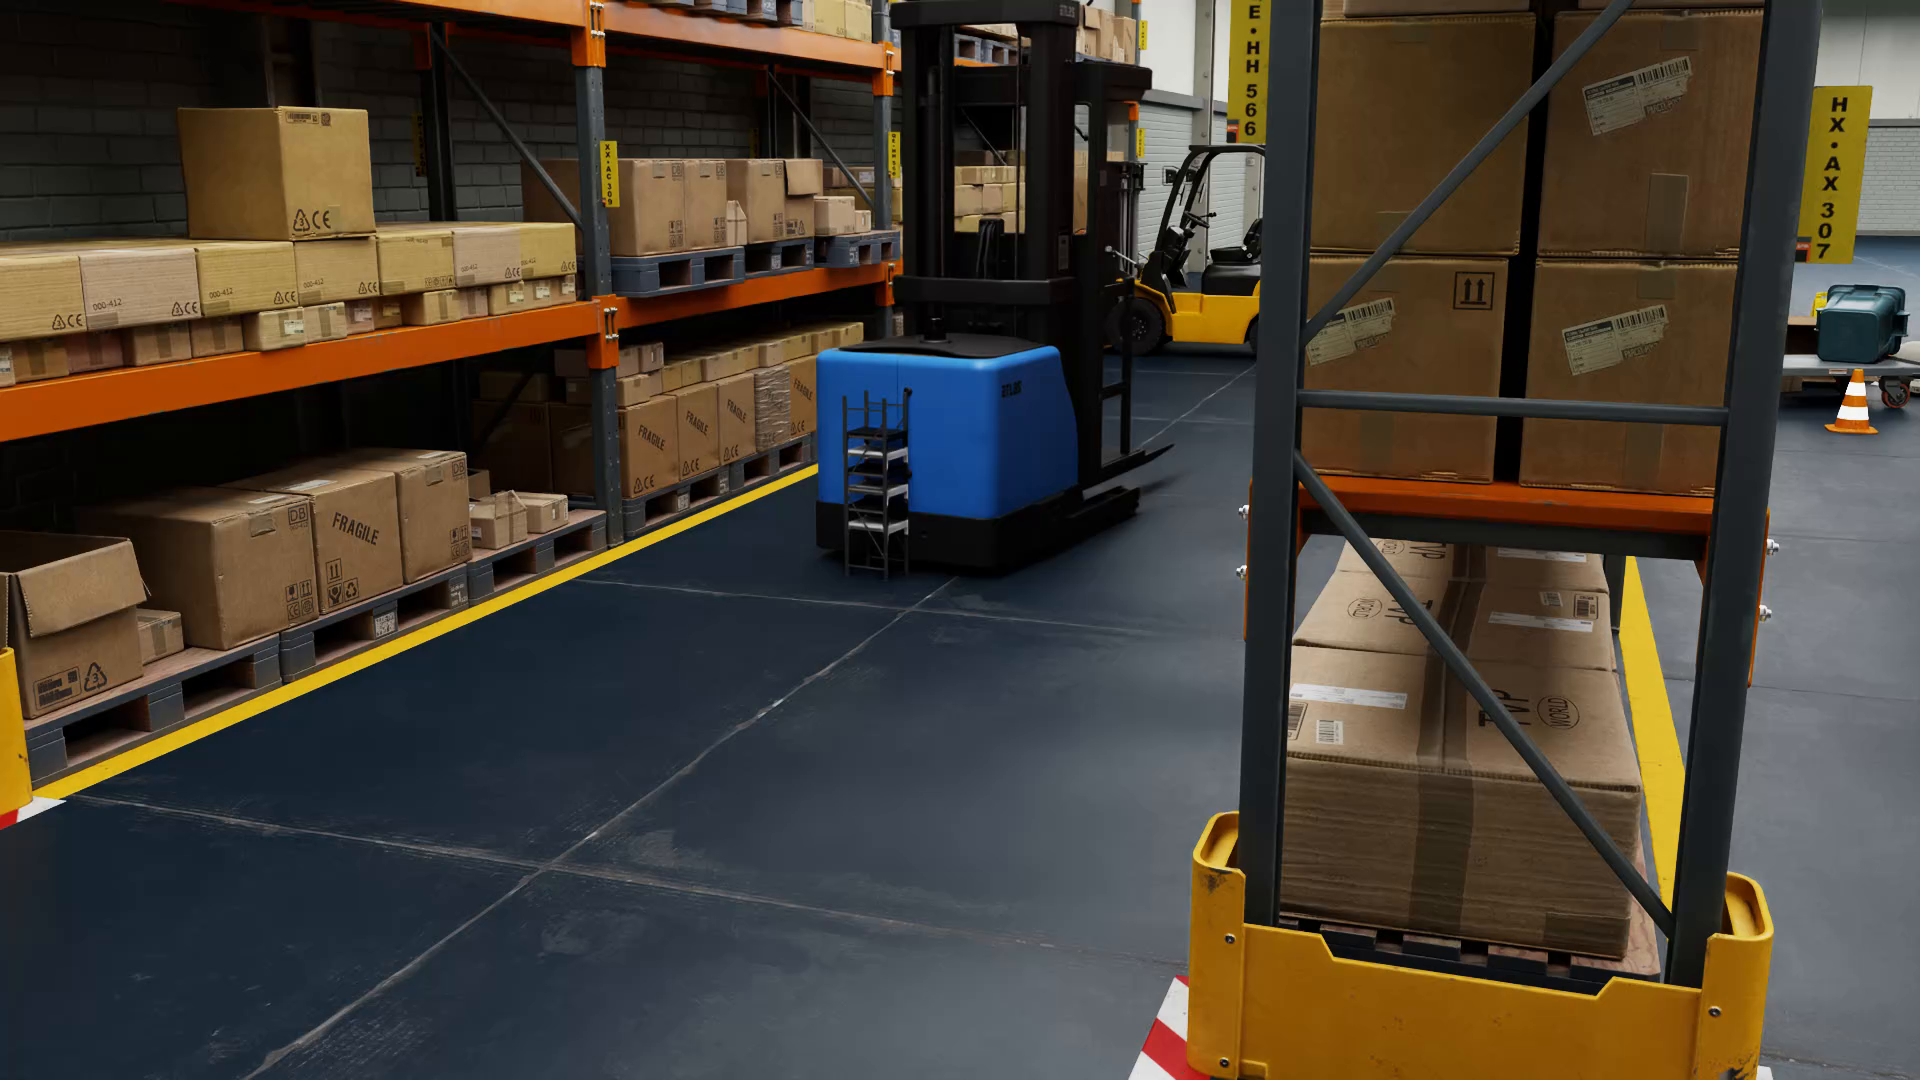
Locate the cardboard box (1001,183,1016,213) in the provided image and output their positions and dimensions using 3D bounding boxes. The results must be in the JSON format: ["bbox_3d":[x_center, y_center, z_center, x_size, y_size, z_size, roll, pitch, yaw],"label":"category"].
[{"bbox_3d":[0.223,-3.088,14.990,0.500,0.250,0.500,4,13,17],"label":"cardboard box"}]

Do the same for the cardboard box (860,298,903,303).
[{"bbox_3d":[-0.358,-1.763,14.365,0.875,0.625,0.625,4,13,16],"label":"cardboard box"}]

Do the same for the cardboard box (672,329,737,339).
[{"bbox_3d":[-1.750,-1.358,11.413,0.380,0.149,0.250,4,13,16],"label":"cardboard box"}]

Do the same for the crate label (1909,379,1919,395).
[{"bbox_3d":[8.414,-1.317,14.450,0.298,0.136,0.250,-5,14,-21],"label":"crate label"}]

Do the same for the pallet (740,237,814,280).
[{"bbox_3d":[-1.619,-1.802,10.576,1.003,0.211,1.213,4,14,18],"label":"pallet"}]

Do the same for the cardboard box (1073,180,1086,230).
[{"bbox_3d":[1.006,-3.489,17.309,0.500,0.500,0.500,4,14,18],"label":"cardboard box"}]

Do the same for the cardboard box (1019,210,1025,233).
[{"bbox_3d":[0.384,-2.950,15.509,0.500,0.250,0.500,5,14,20],"label":"cardboard box"}]

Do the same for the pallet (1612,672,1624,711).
[{"bbox_3d":[1.696,0.665,5.602,1.003,0.211,1.213,4,14,18],"label":"pallet"}]

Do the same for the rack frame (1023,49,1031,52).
[{"bbox_3d":[0.300,-6.073,15.372,1.000,3.000,0.127,4,14,18],"label":"rack frame"}]

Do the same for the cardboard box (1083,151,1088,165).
[{"bbox_3d":[1.187,-4.086,17.799,0.380,0.149,0.250,5,14,19],"label":"cardboard box"}]

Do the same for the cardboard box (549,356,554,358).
[{"bbox_3d":[-2.234,-1.028,9.965,0.380,0.149,0.250,4,13,16],"label":"cardboard box"}]

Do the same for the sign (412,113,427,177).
[{"bbox_3d":[-2.815,-2.067,8.703,0.100,0.325,0.005,4,14,18],"label":"sign"}]

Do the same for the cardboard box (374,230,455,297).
[{"bbox_3d":[-2.545,-1.200,7.174,0.500,0.250,0.500,4,14,18],"label":"cardboard box"}]

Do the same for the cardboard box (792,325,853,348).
[{"bbox_3d":[-0.974,-1.426,11.712,0.380,0.149,0.250,4,13,15],"label":"cardboard box"}]

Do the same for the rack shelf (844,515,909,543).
[{"bbox_3d":[-0.410,-0.057,8.172,0.258,0.077,0.200,7,14,27],"label":"rack shelf"}]

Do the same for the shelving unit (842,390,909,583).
[{"bbox_3d":[-0.410,-0.265,8.125,0.258,0.900,0.210,7,14,27],"label":"shelving unit"}]

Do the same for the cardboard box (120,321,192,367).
[{"bbox_3d":[-2.987,-0.712,5.931,0.380,0.149,0.250,5,14,20],"label":"cardboard box"}]

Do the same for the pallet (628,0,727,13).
[{"bbox_3d":[-2.011,-2.967,8.926,1.213,0.211,1.003,4,14,18],"label":"pallet"}]

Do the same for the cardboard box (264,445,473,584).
[{"bbox_3d":[-2.646,-0.125,7.469,0.700,0.500,0.500,4,13,16],"label":"cardboard box"}]

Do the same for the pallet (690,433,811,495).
[{"bbox_3d":[-1.668,-0.536,10.861,1.003,0.211,1.213,4,14,18],"label":"pallet"}]

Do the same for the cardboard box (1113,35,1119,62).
[{"bbox_3d":[1.531,-5.391,18.259,0.396,0.266,0.258,4,14,19],"label":"cardboard box"}]

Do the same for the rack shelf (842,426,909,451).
[{"bbox_3d":[-0.410,-0.495,8.072,0.258,0.077,0.200,7,14,27],"label":"rack shelf"}]

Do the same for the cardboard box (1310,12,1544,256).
[{"bbox_3d":[1.046,-0.920,3.805,0.500,0.500,0.500,5,14,20],"label":"cardboard box"}]

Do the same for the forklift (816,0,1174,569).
[{"bbox_3d":[0.386,-1.570,9.279,1.130,2.935,3.031,7,14,27],"label":"forklift"}]

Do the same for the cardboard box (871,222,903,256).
[{"bbox_3d":[-0.620,-2.309,12.699,0.500,0.250,0.500,4,14,19],"label":"cardboard box"}]

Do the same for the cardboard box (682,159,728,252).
[{"bbox_3d":[-1.753,-1.912,9.455,0.700,0.500,0.500,5,14,19],"label":"cardboard box"}]

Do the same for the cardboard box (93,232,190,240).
[{"bbox_3d":[-3.183,-1.132,6.874,0.500,0.250,0.500,4,14,18],"label":"cardboard box"}]

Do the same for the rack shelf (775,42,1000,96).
[{"bbox_3d":[-0.347,-3.839,13.941,1.077,0.370,4.000,4,14,18],"label":"rack shelf"}]

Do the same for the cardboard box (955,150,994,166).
[{"bbox_3d":[0.117,-3.747,16.313,0.380,0.149,0.250,4,14,19],"label":"cardboard box"}]

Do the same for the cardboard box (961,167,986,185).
[{"bbox_3d":[0.001,-3.093,14.114,0.380,0.149,0.250,4,13,17],"label":"cardboard box"}]

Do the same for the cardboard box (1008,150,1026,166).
[{"bbox_3d":[0.684,-3.704,16.124,0.380,0.149,0.250,5,14,20],"label":"cardboard box"}]

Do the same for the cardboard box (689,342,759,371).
[{"bbox_3d":[-1.498,-1.161,10.548,0.380,0.149,0.250,4,14,19],"label":"cardboard box"}]

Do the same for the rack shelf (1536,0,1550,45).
[{"bbox_3d":[3.056,-2.640,8.689,1.077,0.370,4.000,4,14,18],"label":"rack shelf"}]

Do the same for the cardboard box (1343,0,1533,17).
[{"bbox_3d":[1.042,-1.207,3.607,0.380,0.149,0.250,5,14,19],"label":"cardboard box"}]

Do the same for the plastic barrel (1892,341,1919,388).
[{"bbox_3d":[8.630,-1.550,14.826,0.421,0.421,0.512,-8,15,-30],"label":"plastic barrel"}]

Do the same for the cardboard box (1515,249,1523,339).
[{"bbox_3d":[2.010,-1.076,6.736,0.500,0.500,0.500,5,14,20],"label":"cardboard box"}]

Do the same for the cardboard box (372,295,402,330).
[{"bbox_3d":[-2.634,-0.988,7.139,0.380,0.149,0.250,5,14,19],"label":"cardboard box"}]

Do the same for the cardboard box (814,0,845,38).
[{"bbox_3d":[-1.093,-3.464,11.019,0.500,0.250,0.500,4,14,19],"label":"cardboard box"}]

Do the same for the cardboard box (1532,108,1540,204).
[{"bbox_3d":[2.316,-1.755,7.466,0.500,0.500,0.500,5,14,20],"label":"cardboard box"}]

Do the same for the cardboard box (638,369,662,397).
[{"bbox_3d":[-1.904,-0.886,9.346,0.380,0.149,0.250,4,13,17],"label":"cardboard box"}]

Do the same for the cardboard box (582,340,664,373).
[{"bbox_3d":[-1.882,-1.026,9.288,0.380,0.149,0.250,4,13,16],"label":"cardboard box"}]

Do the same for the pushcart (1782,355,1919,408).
[{"bbox_3d":[7.171,-1.359,14.096,1.648,0.377,0.936,0,13,-1],"label":"pushcart"}]

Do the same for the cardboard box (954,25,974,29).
[{"bbox_3d":[-0.200,-4.420,13.477,0.500,0.500,0.500,5,14,20],"label":"cardboard box"}]

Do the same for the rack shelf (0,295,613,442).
[{"bbox_3d":[-2.936,-0.692,6.895,1.077,0.370,4.000,4,14,18],"label":"rack shelf"}]

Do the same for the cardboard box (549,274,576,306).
[{"bbox_3d":[-2.153,-1.256,8.314,0.380,0.149,0.250,5,14,19],"label":"cardboard box"}]

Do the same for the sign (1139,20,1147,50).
[{"bbox_3d":[2.103,-5.804,19.122,0.100,0.325,0.005,4,14,18],"label":"sign"}]

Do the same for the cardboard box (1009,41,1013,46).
[{"bbox_3d":[0.799,-4.978,16.348,0.500,0.311,0.500,5,14,20],"label":"cardboard box"}]

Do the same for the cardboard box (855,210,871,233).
[{"bbox_3d":[-0.844,-2.222,11.604,0.380,0.149,0.250,5,14,19],"label":"cardboard box"}]

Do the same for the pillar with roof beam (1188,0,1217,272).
[{"bbox_3d":[8.472,-9.050,28.416,9.100,9.000,0.400,4,14,18],"label":"pillar with roof beam"}]

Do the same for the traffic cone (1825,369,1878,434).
[{"bbox_3d":[6.773,-1.060,12.591,0.336,0.463,0.334,4,14,18],"label":"traffic cone"}]

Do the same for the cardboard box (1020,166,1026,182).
[{"bbox_3d":[0.399,-3.425,15.571,0.380,0.149,0.250,5,14,20],"label":"cardboard box"}]

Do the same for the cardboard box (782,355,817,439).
[{"bbox_3d":[-1.267,-0.972,11.181,0.500,0.500,0.500,5,14,21],"label":"cardboard box"}]

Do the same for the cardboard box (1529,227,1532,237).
[{"bbox_3d":[2.007,-0.715,5.155,0.500,0.500,0.500,5,14,20],"label":"cardboard box"}]
